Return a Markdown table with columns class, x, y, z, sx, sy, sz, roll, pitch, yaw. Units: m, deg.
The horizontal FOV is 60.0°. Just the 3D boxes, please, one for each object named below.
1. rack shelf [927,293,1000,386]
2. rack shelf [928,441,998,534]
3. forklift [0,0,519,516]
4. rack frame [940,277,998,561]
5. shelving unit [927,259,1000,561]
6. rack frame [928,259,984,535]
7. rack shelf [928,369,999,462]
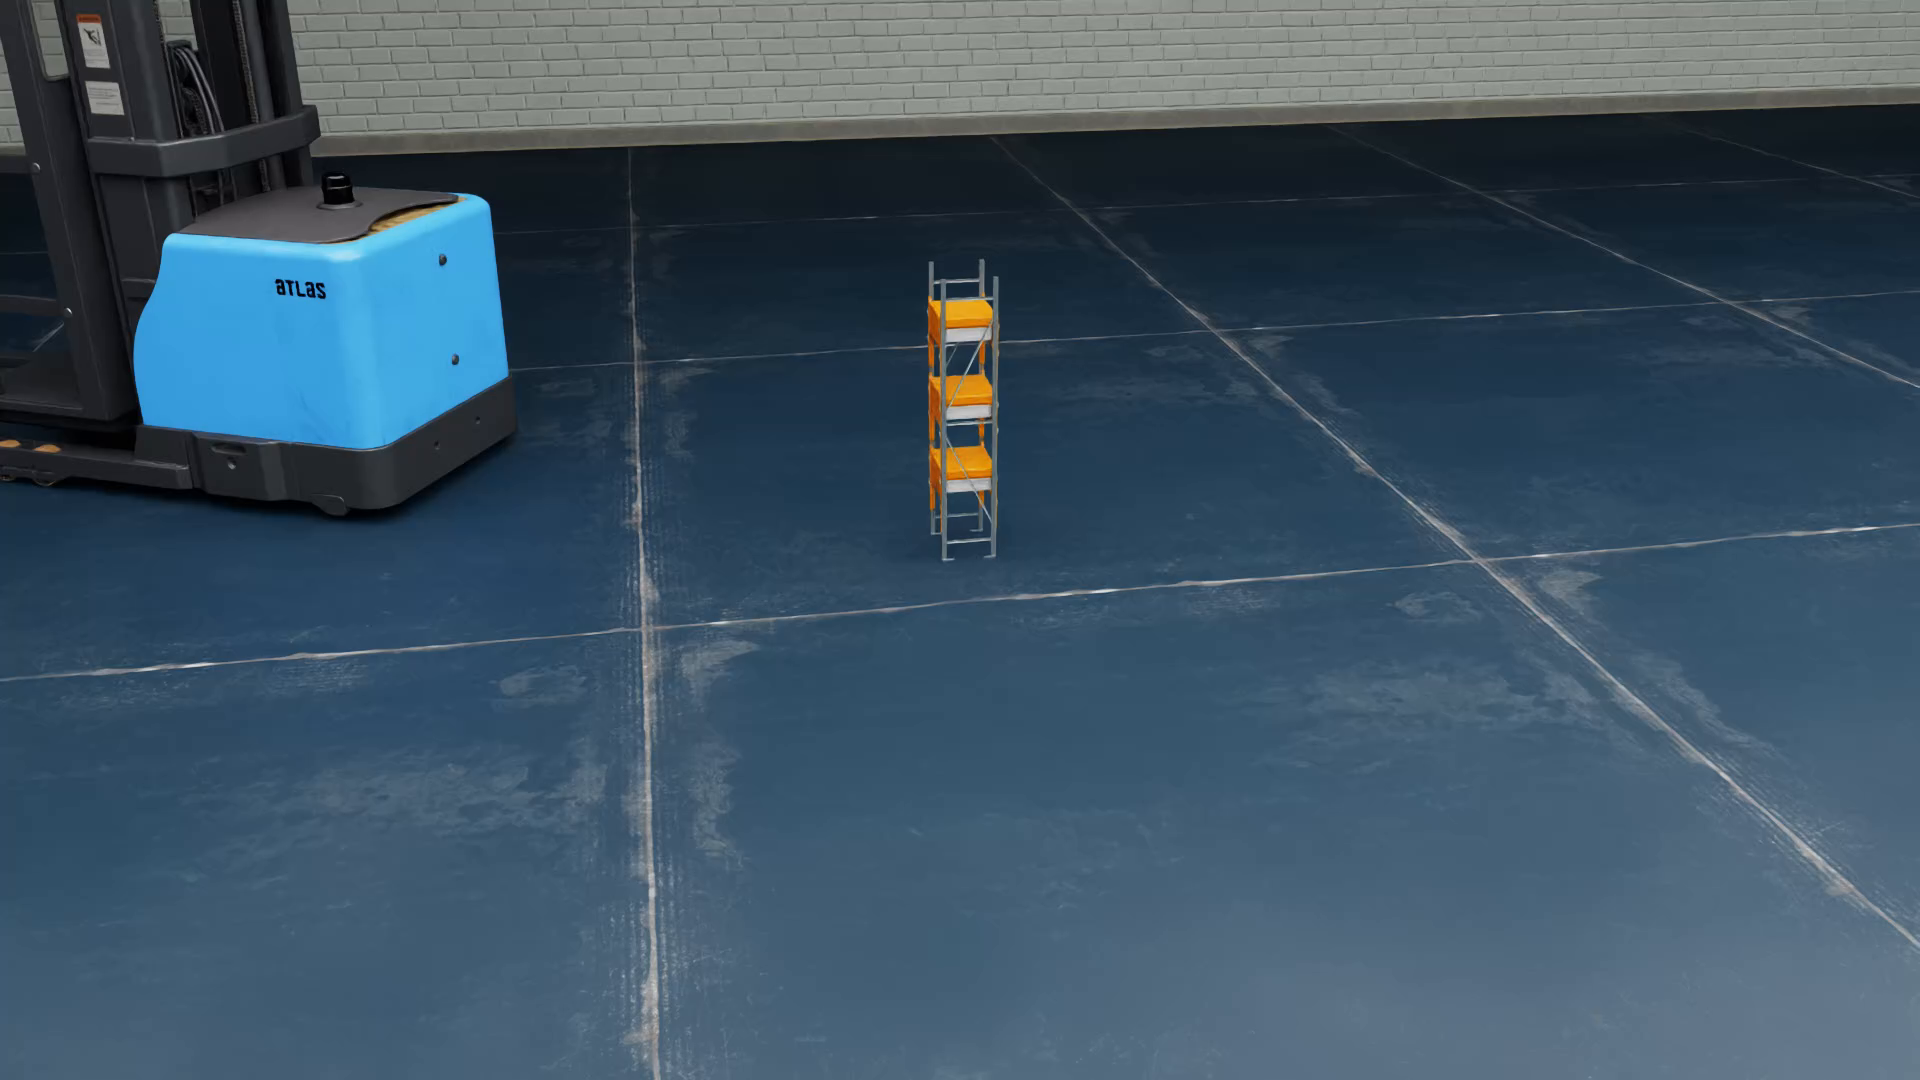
| class | x | y | z | sx | sy | sz | roll | pitch | yaw |
| --- | --- | --- | --- | --- | --- | --- | --- | --- | --- |
| rack shelf | 0.010 | -0.710 | 5.882 | 0.215 | 0.259 | 0.240 | -4 | 24 | -10 |
| rack shelf | 0.010 | -0.196 | 6.107 | 0.215 | 0.259 | 0.240 | -4 | 24 | -10 |
| forklift | -3.481 | -1.756 | 6.609 | 3.031 | 2.935 | 1.130 | 7 | 24 | 15 |
| rack frame | 0.032 | -0.412 | 5.882 | 0.200 | 1.050 | 0.008 | -4 | 24 | -10 |
| shelving unit | 0.010 | -0.460 | 5.992 | 0.215 | 1.050 | 0.252 | -4 | 24 | -10 |
| rack frame | -0.013 | -0.508 | 6.102 | 0.200 | 1.050 | 0.008 | -4 | 24 | -10 |
| rack shelf | 0.010 | -0.450 | 5.996 | 0.215 | 0.259 | 0.240 | -4 | 24 | -10 |
